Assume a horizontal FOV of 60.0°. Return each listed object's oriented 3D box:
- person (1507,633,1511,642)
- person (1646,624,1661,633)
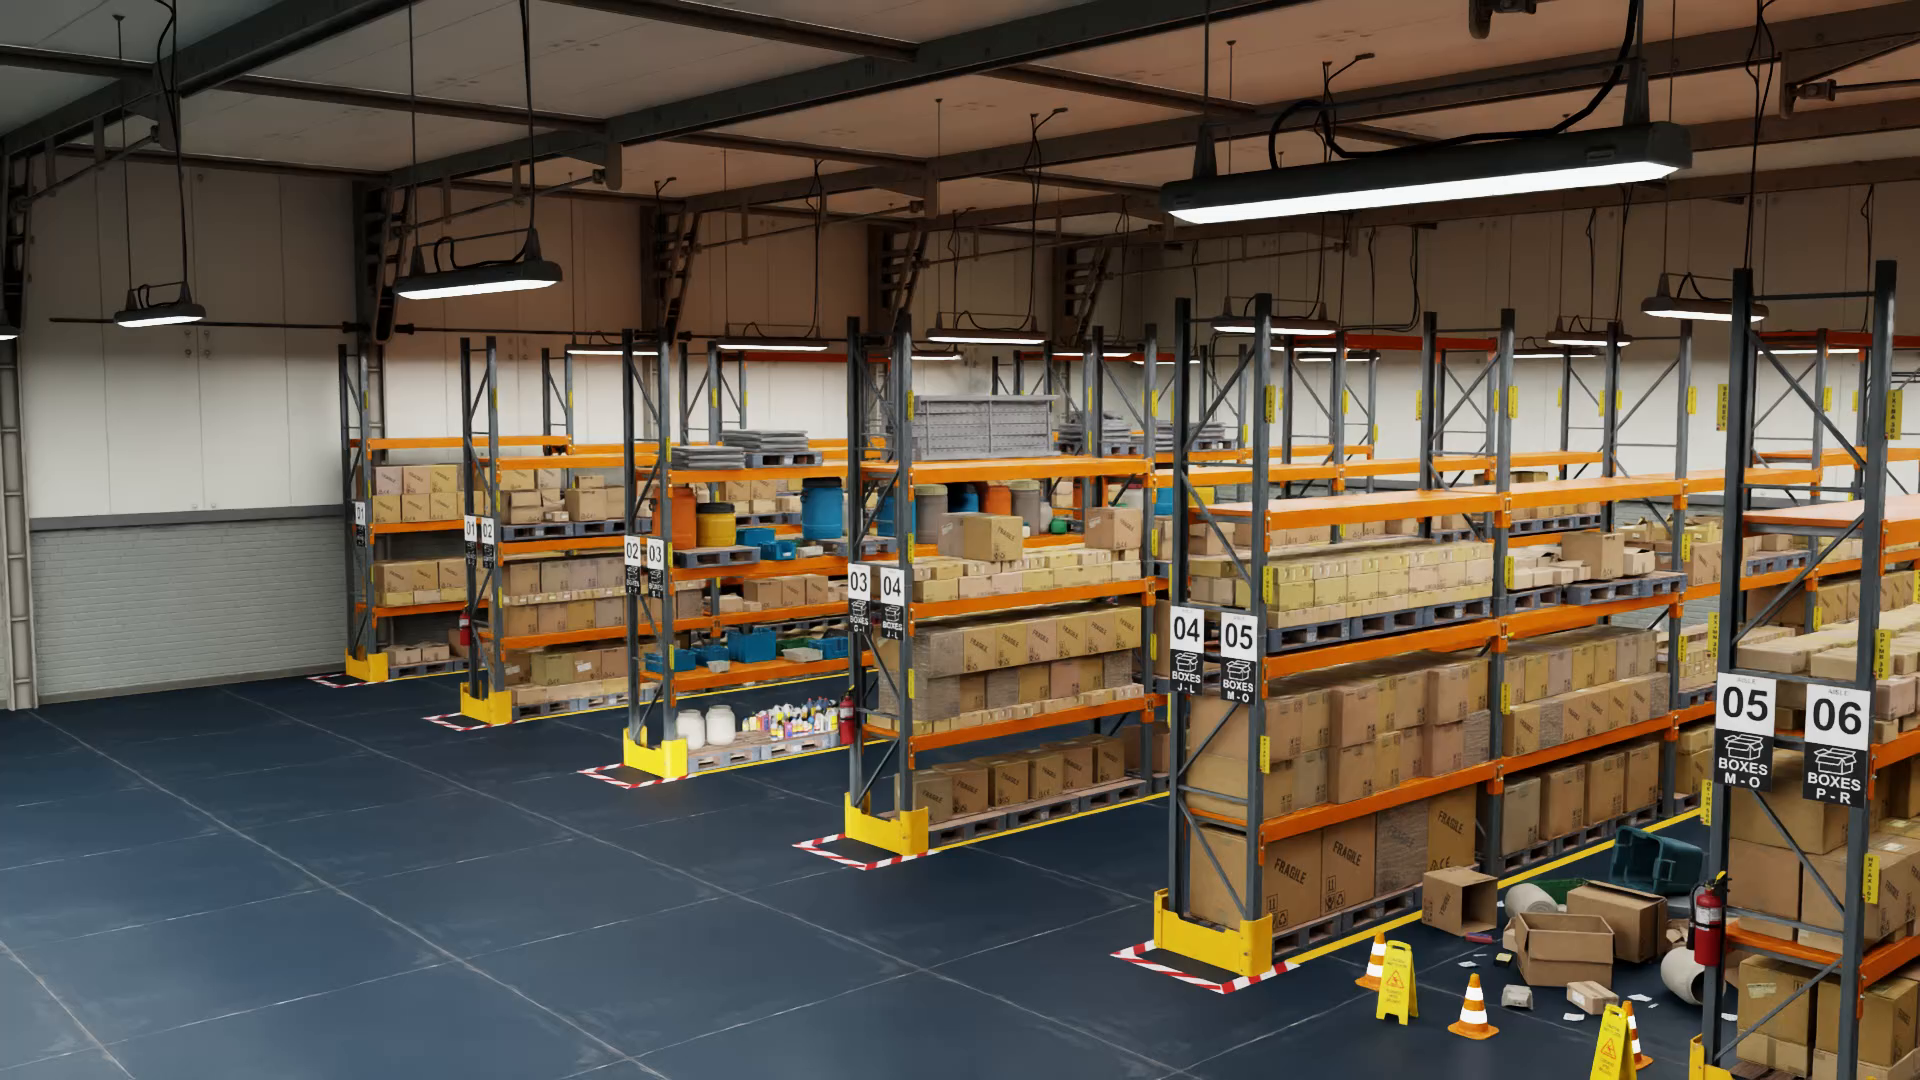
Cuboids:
[{"bbox_3d":[7.875,2.137,24.200,0.694,1.720,0.595,5,7,44],"label":"person"},{"bbox_3d":[10.181,2.092,24.517,0.933,1.747,0.713,-5,7,-41],"label":"person"}]
